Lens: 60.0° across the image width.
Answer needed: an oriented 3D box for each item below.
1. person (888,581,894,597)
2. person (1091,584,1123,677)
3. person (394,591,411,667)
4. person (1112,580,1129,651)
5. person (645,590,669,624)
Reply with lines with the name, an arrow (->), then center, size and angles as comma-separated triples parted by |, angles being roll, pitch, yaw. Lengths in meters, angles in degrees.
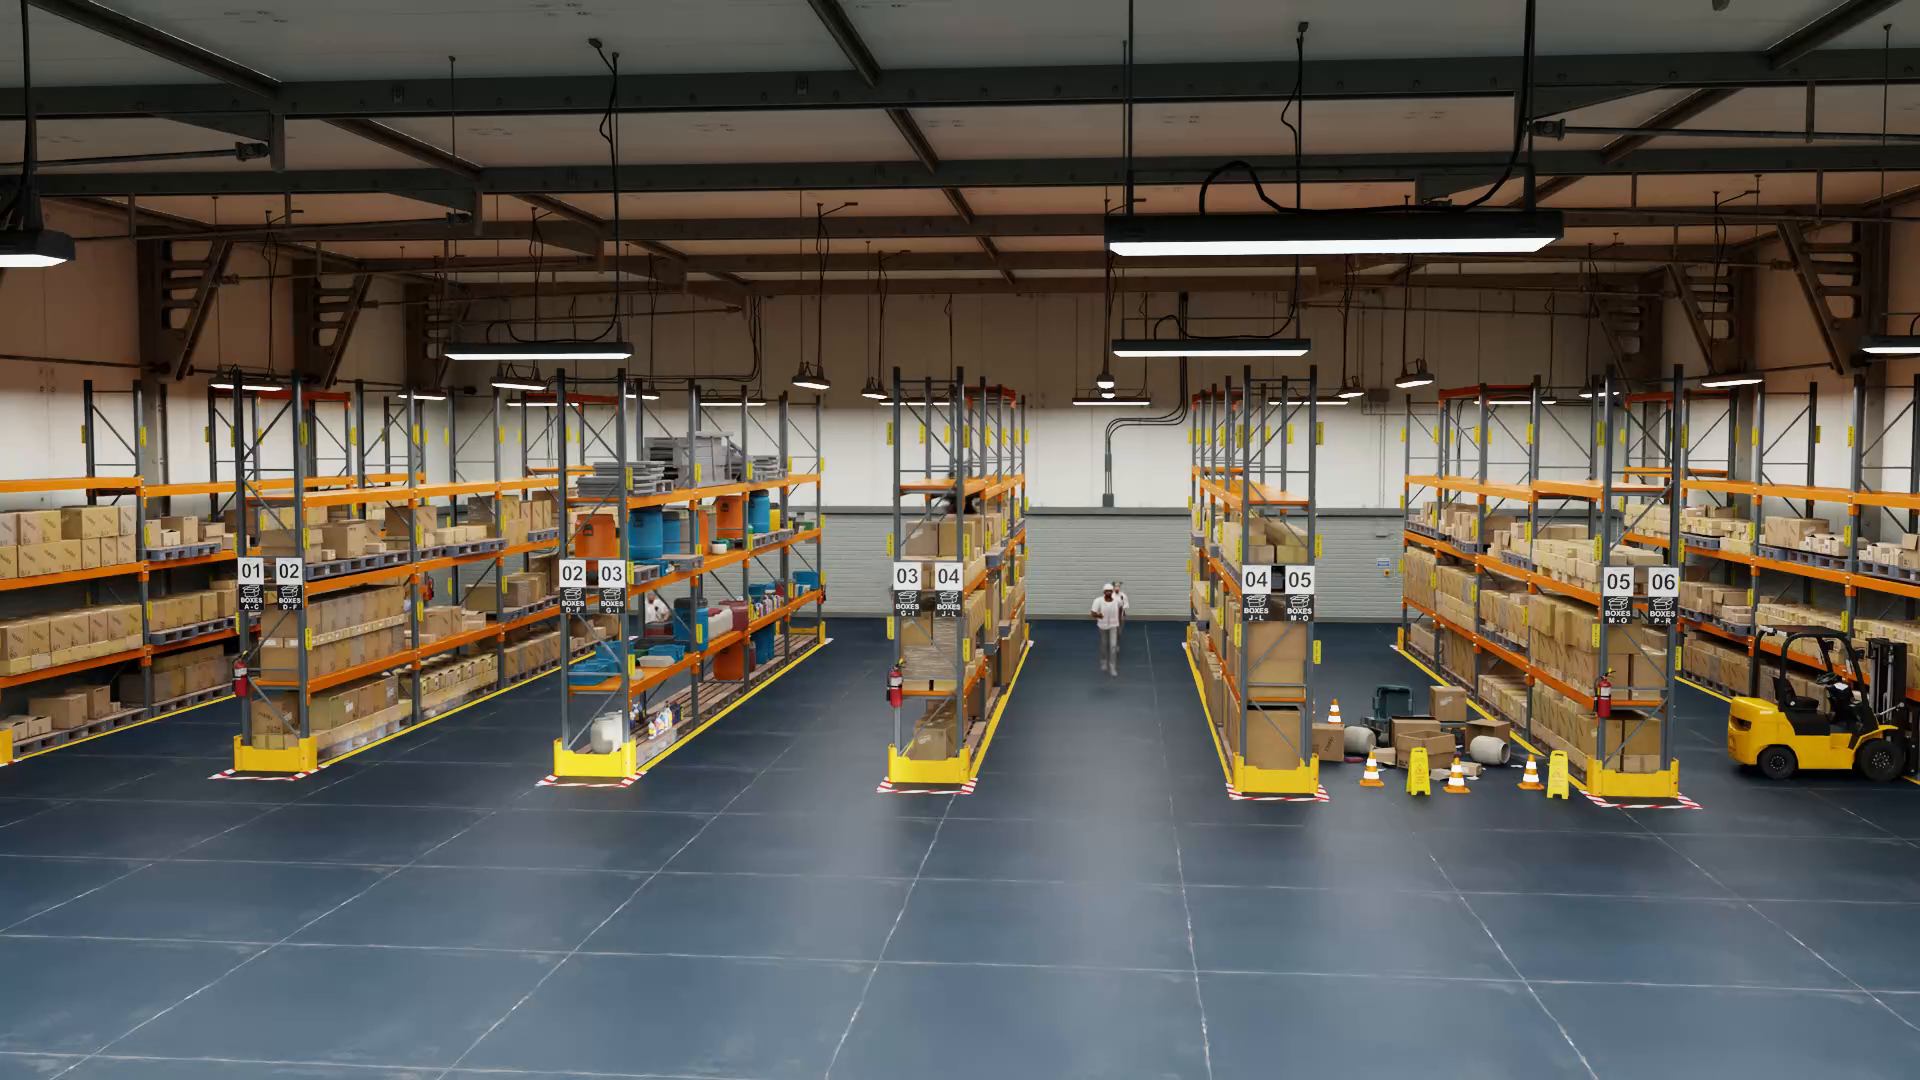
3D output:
person -> -1.474, 1.554, 41.733 | 0.692, 1.678, 0.654 | 1, 4, 15
person -> 2.933, 1.763, 33.145 | 0.640, 1.812, 0.839 | 0, 4, 3
person -> -12.111, 1.905, 36.327 | 0.599, 1.644, 0.858 | 0, 4, 5
person -> 3.590, 1.785, 38.263 | 0.582, 1.732, 0.715 | 0, 4, -1
person -> -6.621, 1.913, 35.879 | 0.688, 1.771, 0.828 | 0, 4, 4
